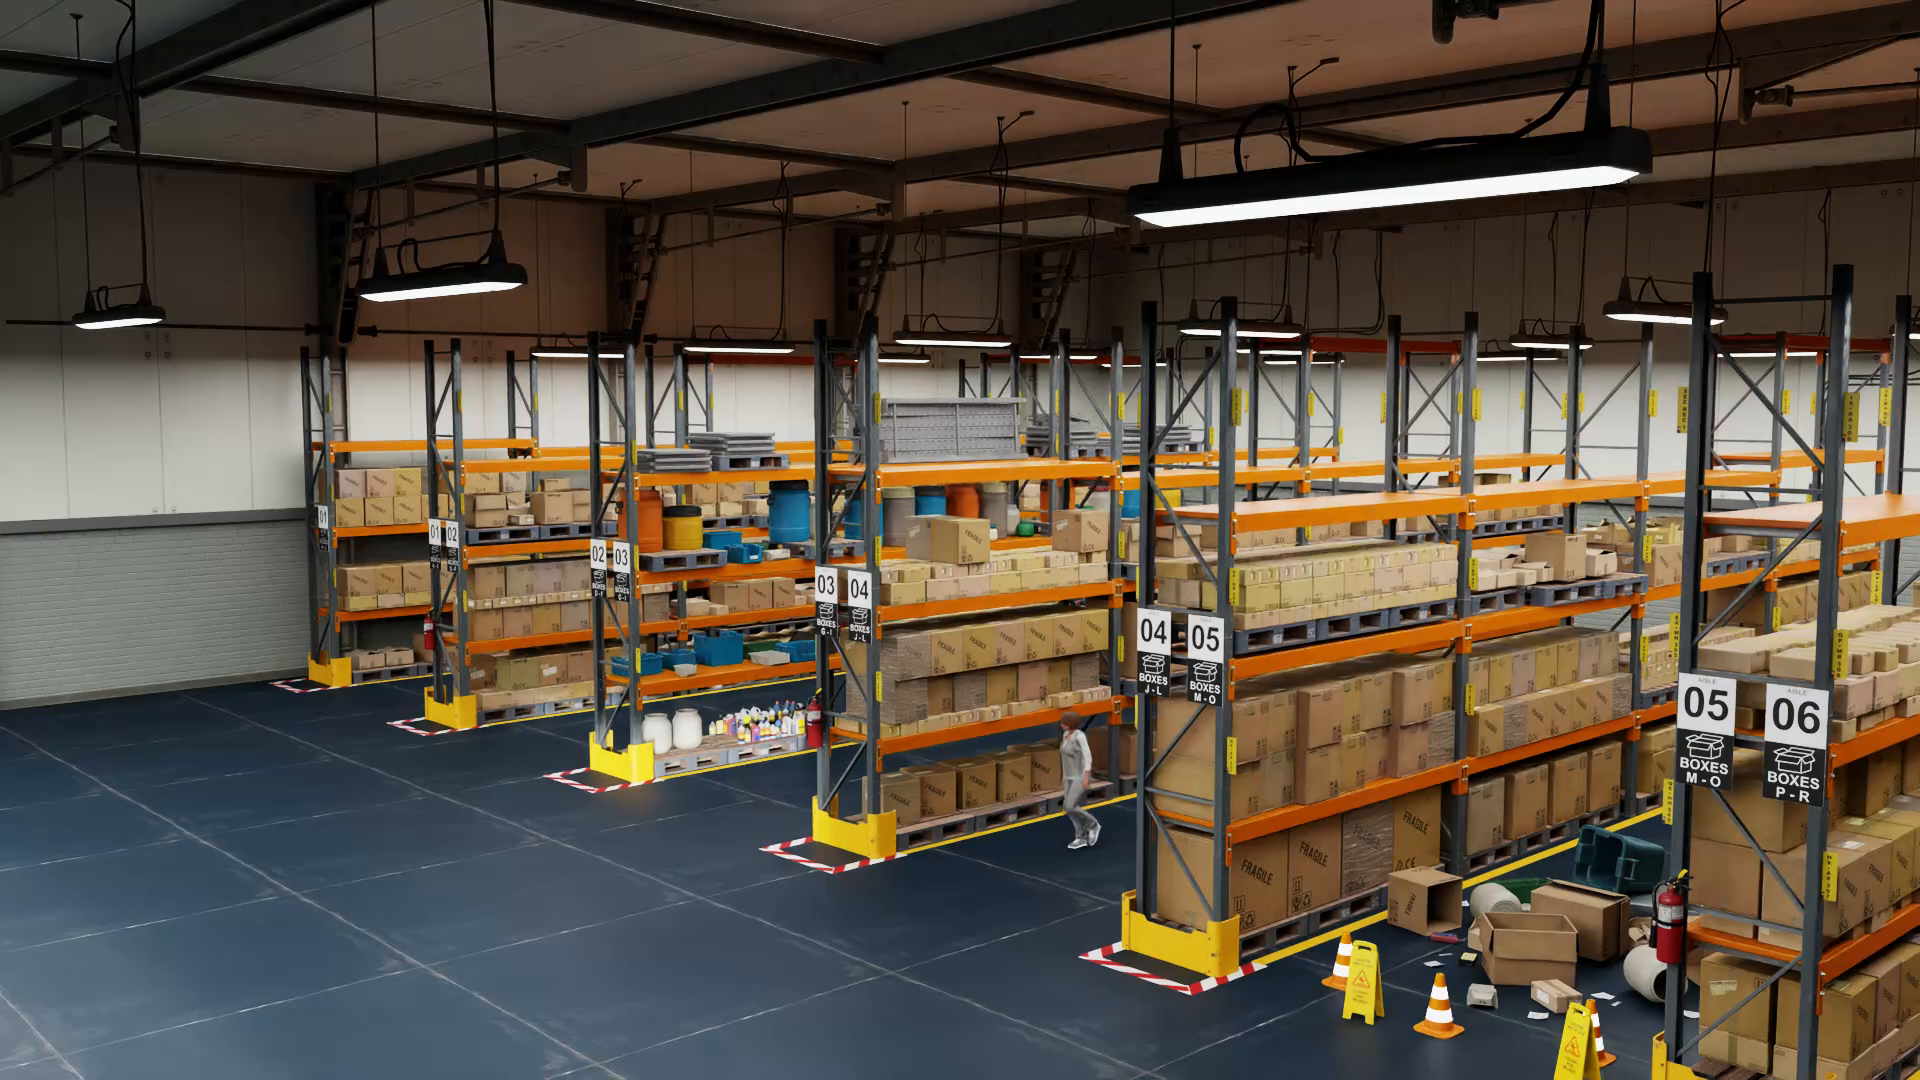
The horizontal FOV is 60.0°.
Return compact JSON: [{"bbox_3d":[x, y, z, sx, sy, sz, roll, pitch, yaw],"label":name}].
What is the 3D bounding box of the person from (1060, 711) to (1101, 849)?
[{"bbox_3d":[1.359,2.728,18.931,0.455,1.566,0.498,-2,5,-23],"label":"person"}]
